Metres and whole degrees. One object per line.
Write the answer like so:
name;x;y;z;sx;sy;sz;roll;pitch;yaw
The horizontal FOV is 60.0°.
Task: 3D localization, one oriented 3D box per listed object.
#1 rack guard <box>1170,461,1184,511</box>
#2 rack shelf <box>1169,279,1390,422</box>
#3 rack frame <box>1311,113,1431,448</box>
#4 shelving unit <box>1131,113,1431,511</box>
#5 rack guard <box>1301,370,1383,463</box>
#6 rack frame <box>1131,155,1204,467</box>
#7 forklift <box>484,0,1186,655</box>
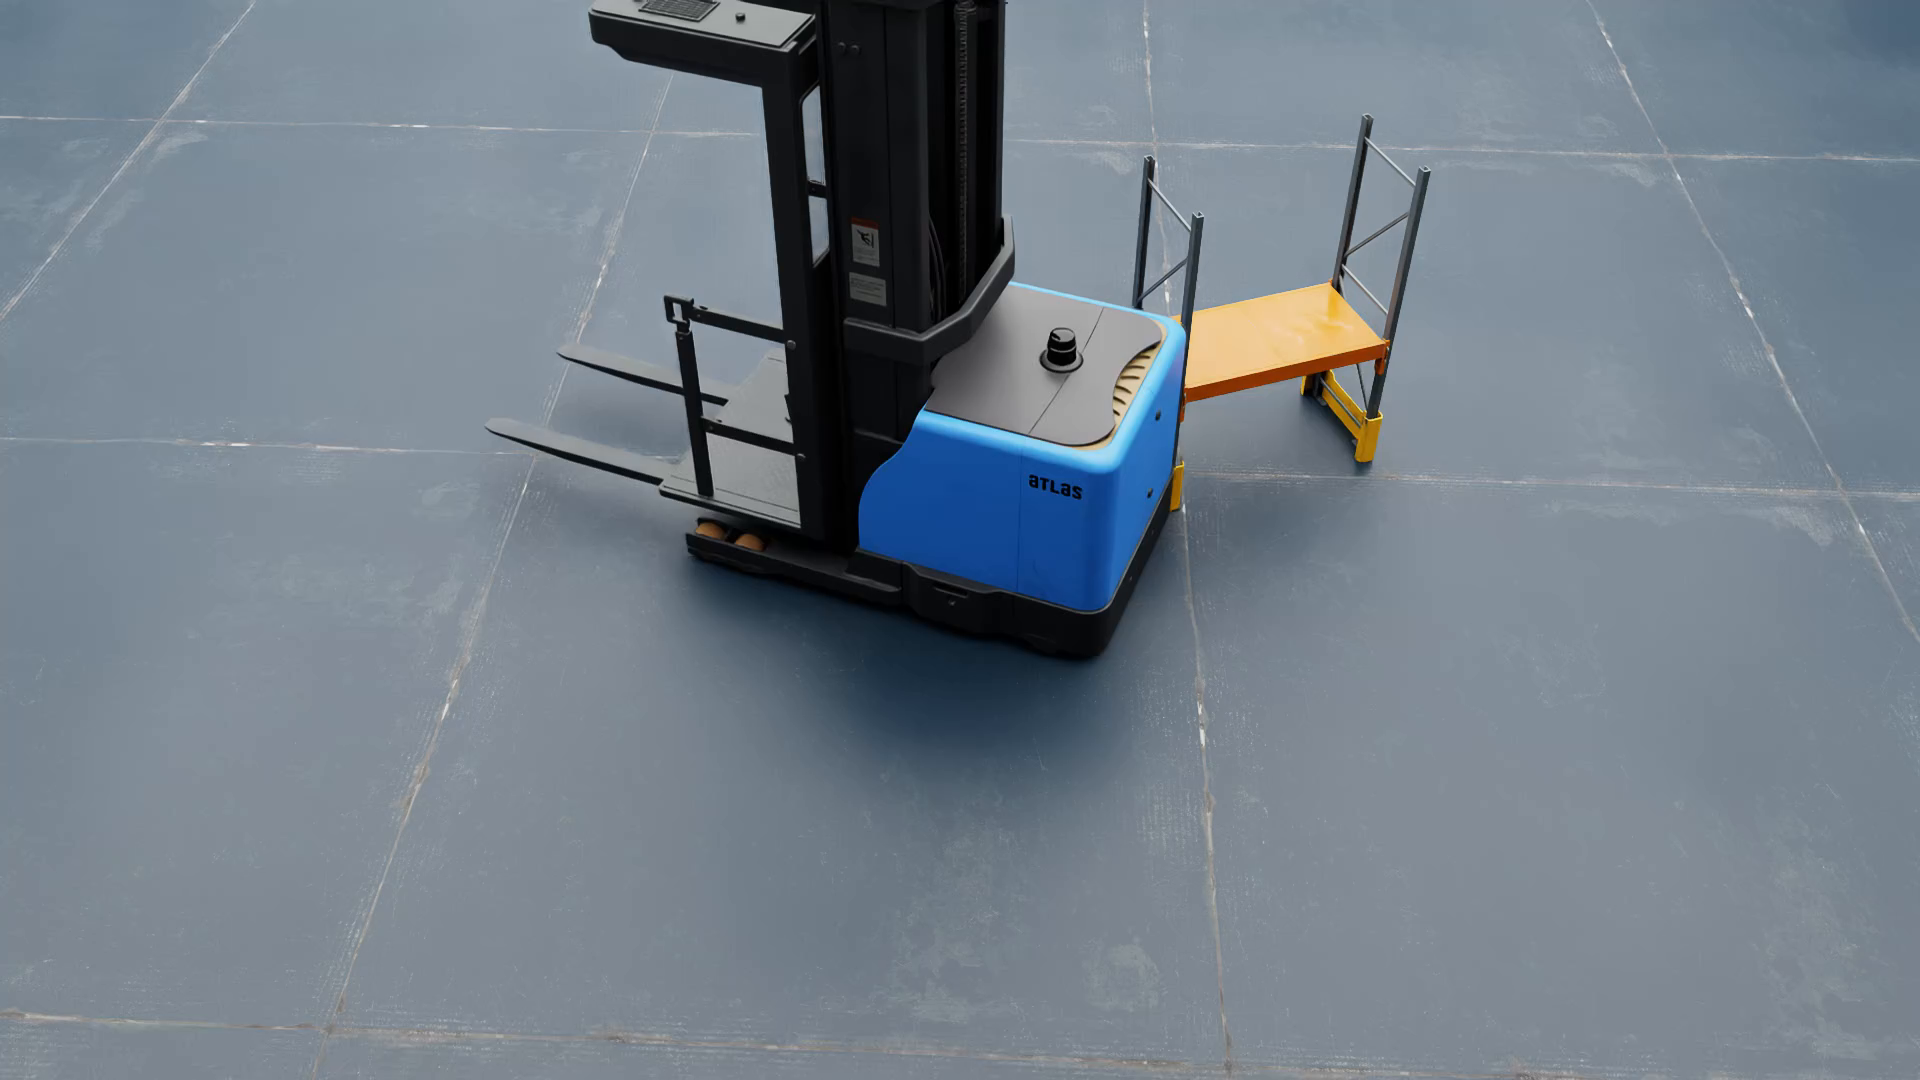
rack guard;0.856;-0.414;7.597;0.087;0.250;0.587;-14;45;-14
rack shelf;1.333;-0.857;7.419;1.000;0.185;0.538;-14;45;-14
rack frame;1.811;-1.106;7.422;0.032;1.500;0.500;-14;45;-14
shelving unit;1.325;-0.986;7.294;1.083;1.500;0.587;-14;45;-14
rack guard;1.793;-0.644;7.843;0.087;0.250;0.587;-14;45;-14
rack frame;0.855;-0.871;7.170;0.032;1.500;0.500;-14;45;-14
forklift;-0.641;-1.250;6.527;3.031;2.935;1.130;15;45;16
